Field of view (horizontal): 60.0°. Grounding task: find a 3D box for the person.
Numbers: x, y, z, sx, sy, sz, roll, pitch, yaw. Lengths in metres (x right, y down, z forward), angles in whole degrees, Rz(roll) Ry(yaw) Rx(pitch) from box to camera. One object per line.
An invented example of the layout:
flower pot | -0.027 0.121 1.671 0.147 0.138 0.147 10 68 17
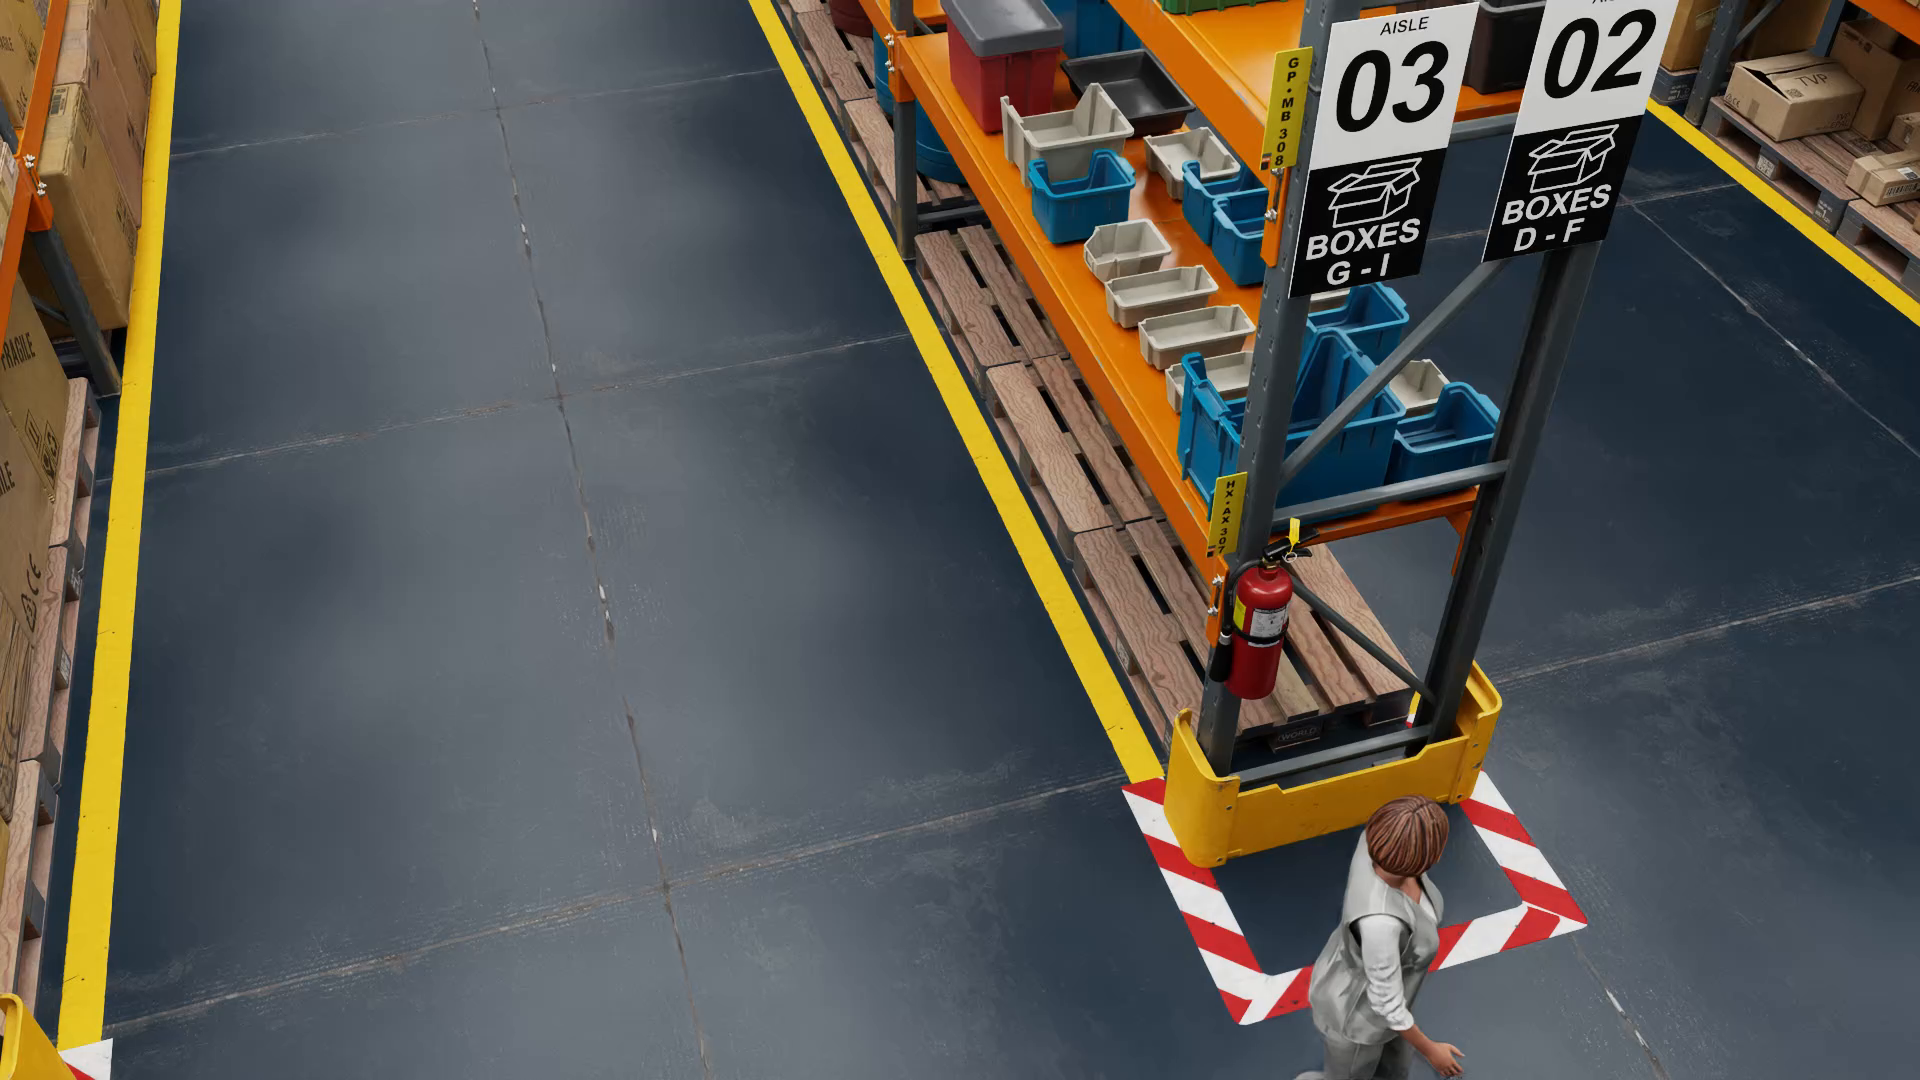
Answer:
person | 1.222 1.319 4.742 0.540 1.609 0.443 16 45 16
